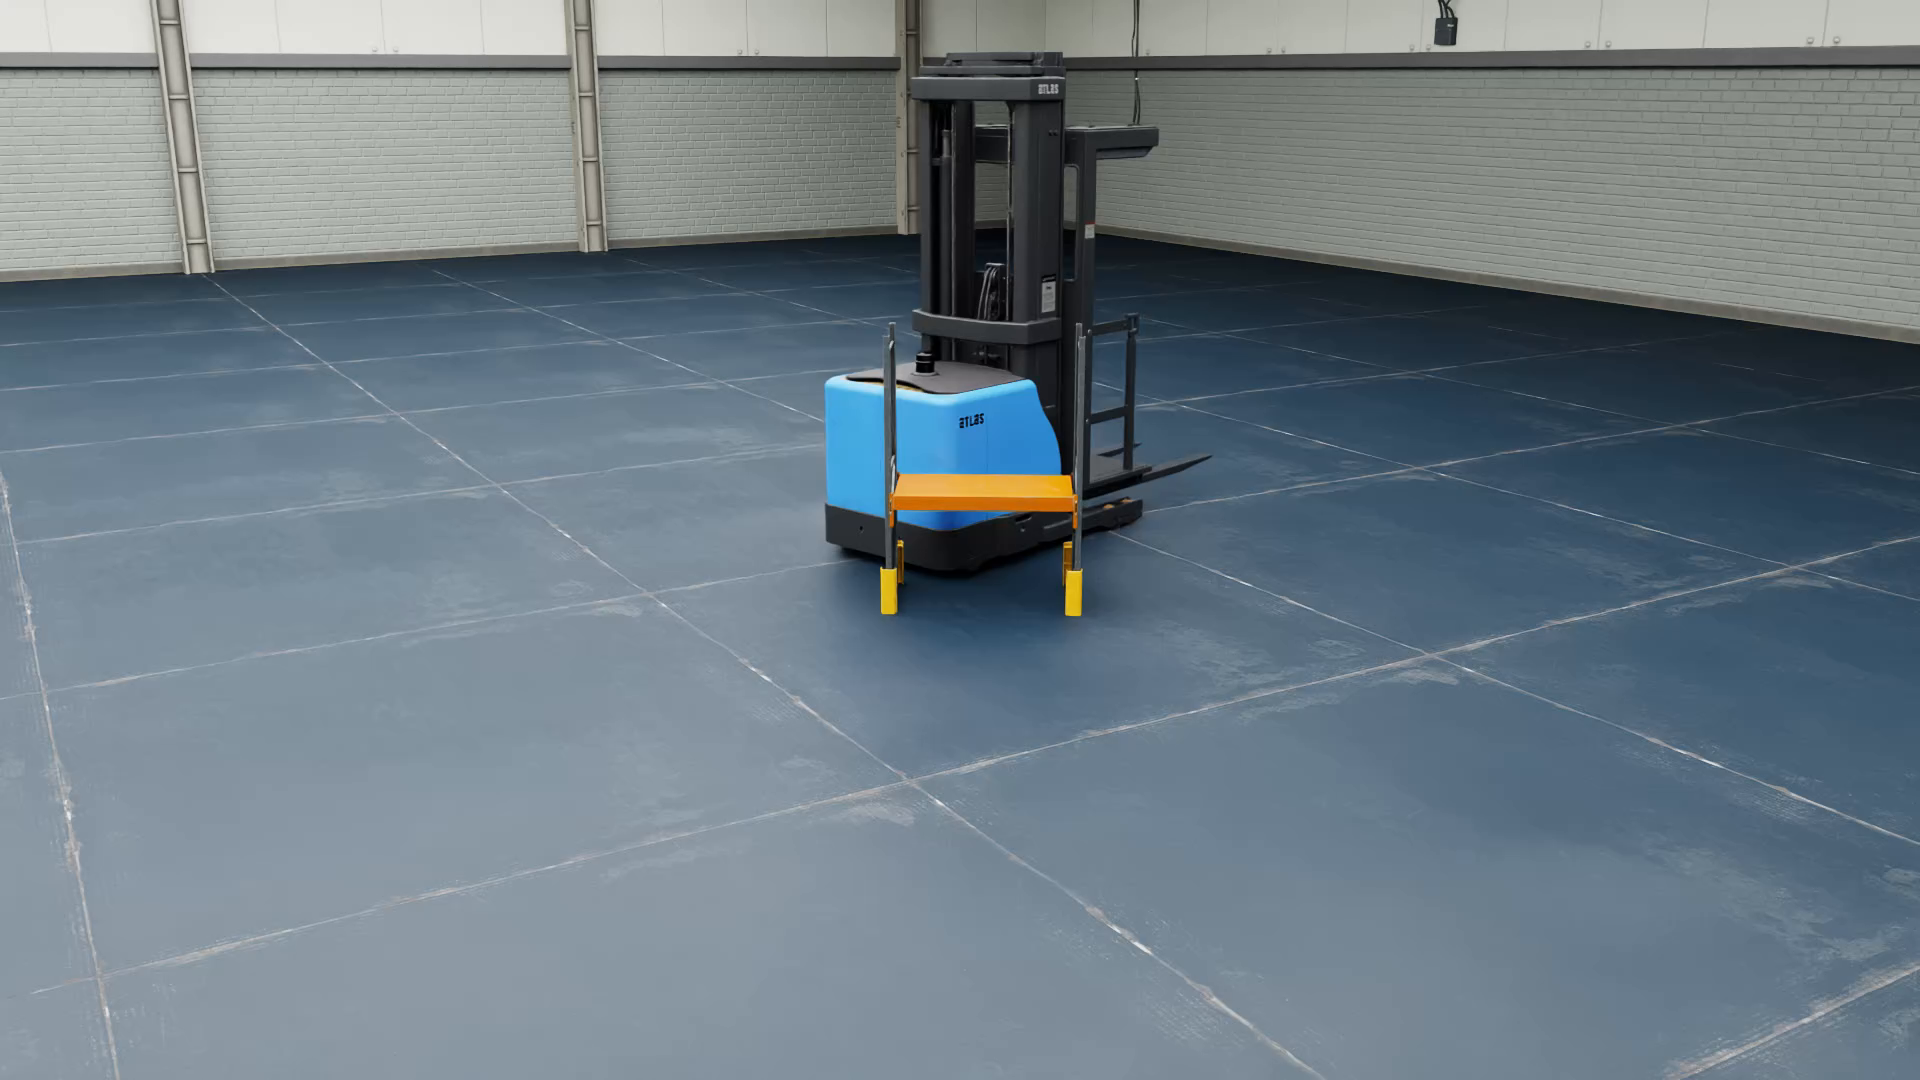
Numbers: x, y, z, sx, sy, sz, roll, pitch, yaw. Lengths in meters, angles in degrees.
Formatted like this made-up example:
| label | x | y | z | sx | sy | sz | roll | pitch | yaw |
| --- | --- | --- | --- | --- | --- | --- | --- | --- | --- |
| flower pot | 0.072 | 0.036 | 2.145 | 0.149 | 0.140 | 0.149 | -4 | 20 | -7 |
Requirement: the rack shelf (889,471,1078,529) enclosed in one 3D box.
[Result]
| label | x | y | z | sx | sy | sz | roll | pitch | yaw |
| --- | --- | --- | --- | --- | --- | --- | --- | --- | --- |
| rack shelf | 0.132 | -0.222 | 9.090 | 1.000 | 0.185 | 0.538 | 1 | 16 | 2 |

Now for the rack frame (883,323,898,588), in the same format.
| label | x | y | z | sx | sy | sz | roll | pitch | yaw |
| --- | --- | --- | --- | --- | --- | --- | --- | --- | --- |
| rack frame | -0.376 | -0.400 | 9.057 | 0.032 | 1.500 | 0.500 | 1 | 16 | 2 |

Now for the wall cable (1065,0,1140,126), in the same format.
| label | x | y | z | sx | sy | sz | roll | pitch | yaw |
| --- | --- | --- | --- | --- | --- | --- | --- | --- | --- |
| wall cable | 2.303 | -8.547 | 29.983 | 0.112 | 2.526 | 3.097 | -9 | 18 | -30 |

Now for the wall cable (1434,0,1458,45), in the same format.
| label | x | y | z | sx | sy | sz | roll | pitch | yaw |
| --- | --- | --- | --- | --- | --- | --- | --- | --- | --- |
| wall cable | 7.178 | -9.481 | 21.261 | 0.169 | 6.003 | 2.305 | -9 | 18 | -30 |

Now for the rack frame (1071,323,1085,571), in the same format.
| label | x | y | z | sx | sy | sz | roll | pitch | yaw |
| --- | --- | --- | --- | --- | --- | --- | --- | --- | --- |
| rack frame | 0.640 | -0.391 | 9.026 | 0.032 | 1.500 | 0.500 | 1 | 16 | 2 |

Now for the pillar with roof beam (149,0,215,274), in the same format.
| label | x | y | z | sx | sy | sz | roll | pitch | yaw |
| --- | --- | --- | --- | --- | --- | --- | --- | --- | --- |
| pillar with roof beam | -8.973 | -7.275 | 19.690 | 0.400 | 9.000 | 9.100 | -9 | 18 | -30 |

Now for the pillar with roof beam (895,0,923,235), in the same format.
| label | x | y | z | sx | sy | sz | roll | pitch | yaw |
| --- | --- | --- | --- | --- | --- | --- | --- | --- | --- |
| pillar with roof beam | 1.314 | -8.943 | 25.641 | 0.400 | 9.000 | 9.100 | -9 | 18 | -30 |

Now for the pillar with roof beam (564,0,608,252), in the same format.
| label | x | y | z | sx | sy | sz | roll | pitch | yaw |
| --- | --- | --- | --- | --- | --- | --- | --- | --- | --- |
| pillar with roof beam | -3.829 | -8.109 | 22.665 | 0.400 | 9.000 | 9.100 | -9 | 18 | -30 |

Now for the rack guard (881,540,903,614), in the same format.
| label | x | y | z | sx | sy | sz | roll | pitch | yaw |
| --- | --- | --- | --- | --- | --- | --- | --- | --- | --- |
| rack guard | -0.375 | 0.202 | 9.226 | 0.087 | 0.250 | 0.587 | 1 | 16 | 2 |

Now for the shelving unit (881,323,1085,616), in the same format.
| label | x | y | z | sx | sy | sz | roll | pitch | yaw |
| --- | --- | --- | --- | --- | --- | --- | --- | --- | --- |
| shelving unit | 0.123 | -0.395 | 9.042 | 1.083 | 1.500 | 0.587 | 1 | 16 | 2 |

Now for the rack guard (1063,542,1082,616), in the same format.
| label | x | y | z | sx | sy | sz | roll | pitch | yaw |
| --- | --- | --- | --- | --- | --- | --- | --- | --- | --- |
| rack guard | 0.621 | 0.211 | 9.195 | 0.087 | 0.250 | 0.587 | 1 | 16 | 2 |

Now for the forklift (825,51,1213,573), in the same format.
| label | x | y | z | sx | sy | sz | roll | pitch | yaw |
| --- | --- | --- | --- | --- | --- | --- | --- | --- | --- |
| forklift | 0.534 | -1.553 | 10.519 | 1.130 | 2.935 | 3.031 | 13 | 21 | 40 |
